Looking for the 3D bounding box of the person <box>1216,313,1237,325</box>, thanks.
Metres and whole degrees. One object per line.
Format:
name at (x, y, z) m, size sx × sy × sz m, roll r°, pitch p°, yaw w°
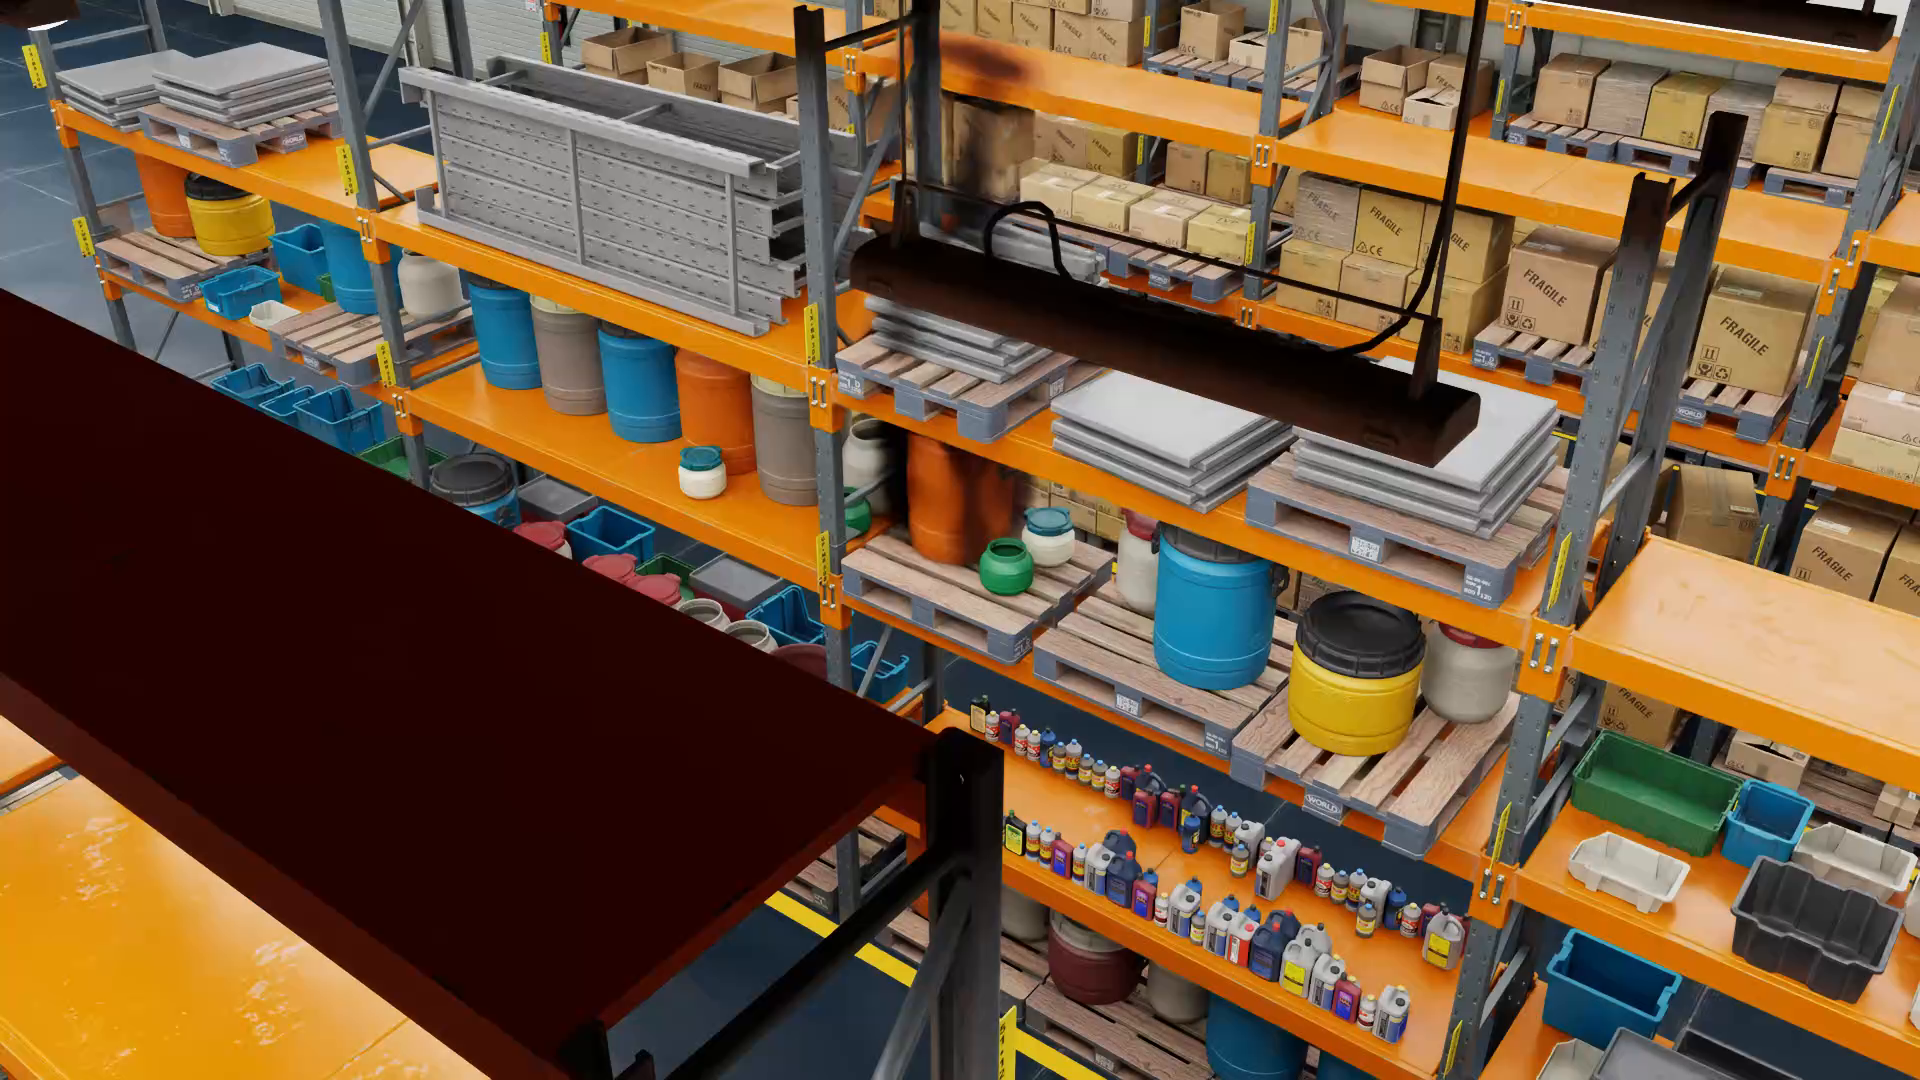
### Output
person at (2.515, -1.531, 16.113) m, size 0.707 × 1.777 × 0.671 m, roll 18°, pitch 36°, yaw 27°
